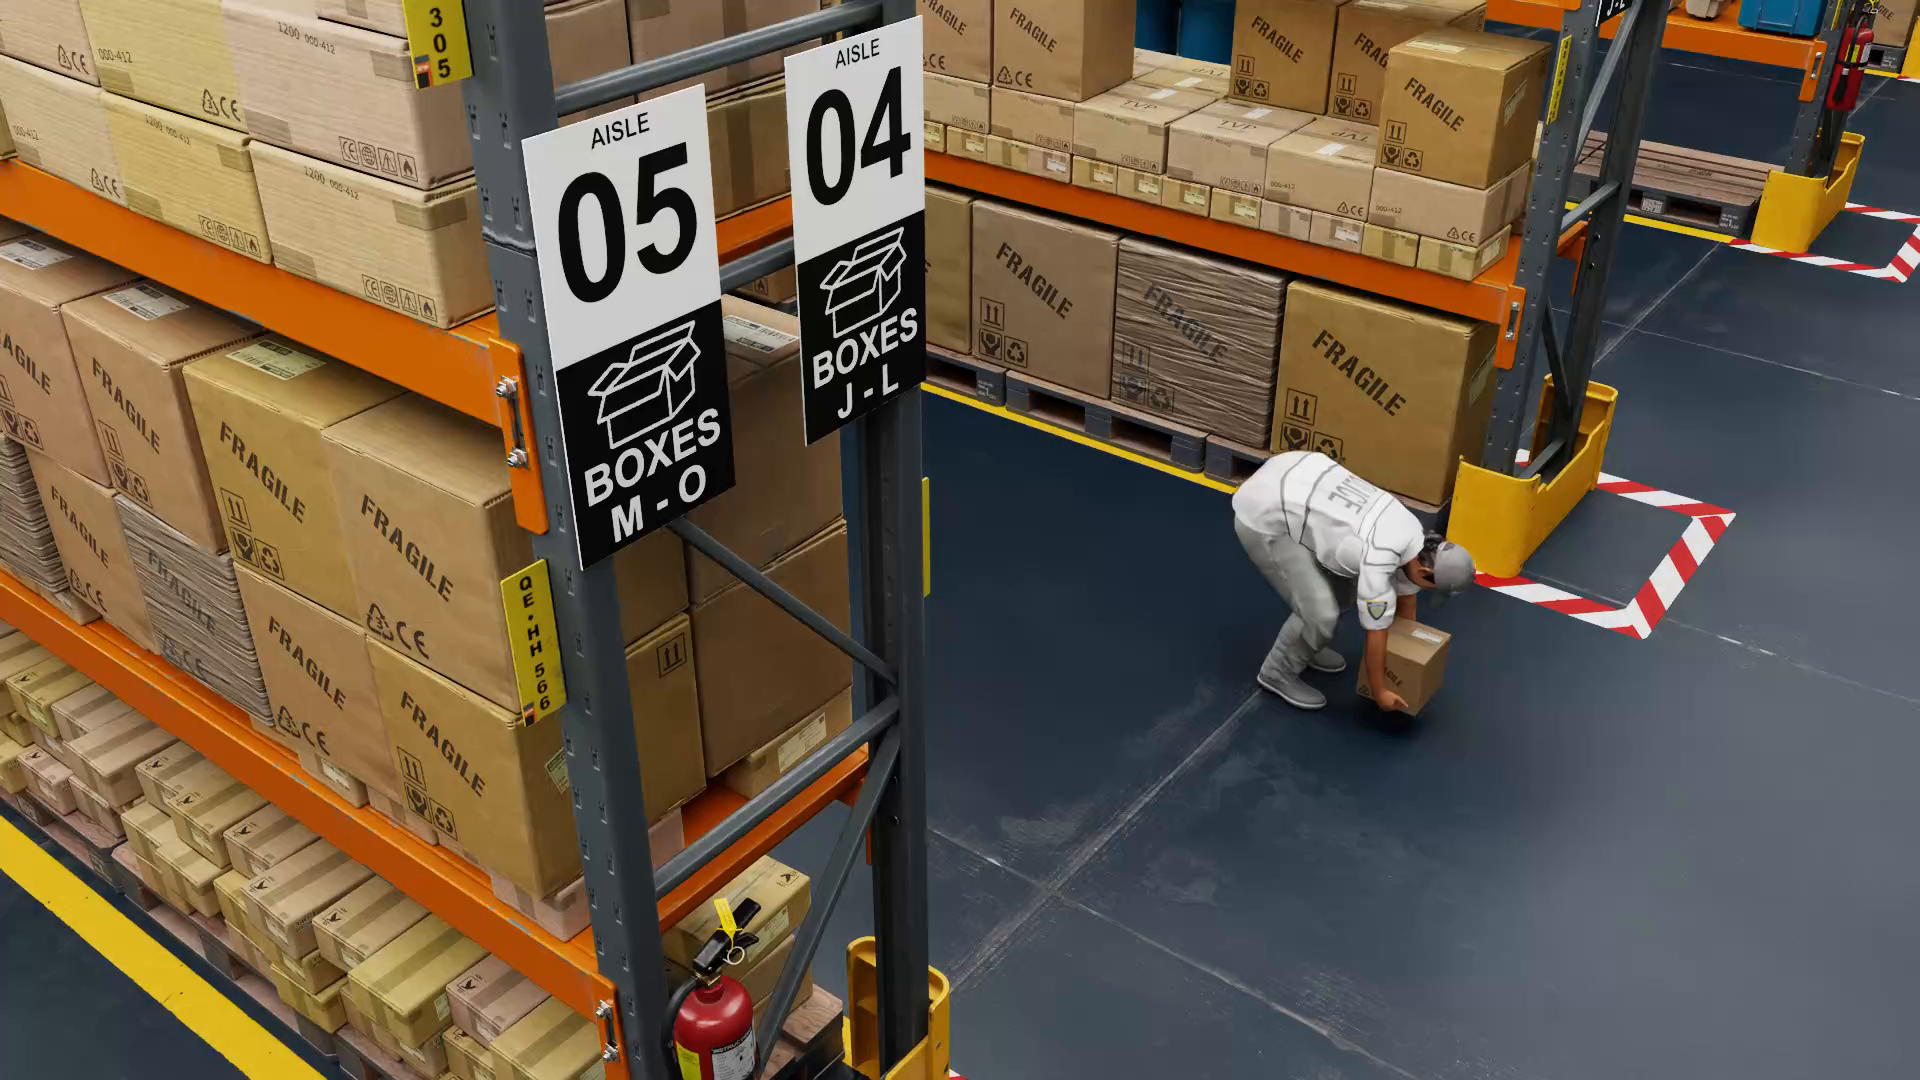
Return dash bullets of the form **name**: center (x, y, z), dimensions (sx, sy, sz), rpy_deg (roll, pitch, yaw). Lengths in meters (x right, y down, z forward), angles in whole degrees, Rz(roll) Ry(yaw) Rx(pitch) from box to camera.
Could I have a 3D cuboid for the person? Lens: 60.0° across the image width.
- **person**: center (1.507, 0.189, 6.486), dimensions (0.943, 0.978, 0.498), rpy_deg (19, 36, 29)
